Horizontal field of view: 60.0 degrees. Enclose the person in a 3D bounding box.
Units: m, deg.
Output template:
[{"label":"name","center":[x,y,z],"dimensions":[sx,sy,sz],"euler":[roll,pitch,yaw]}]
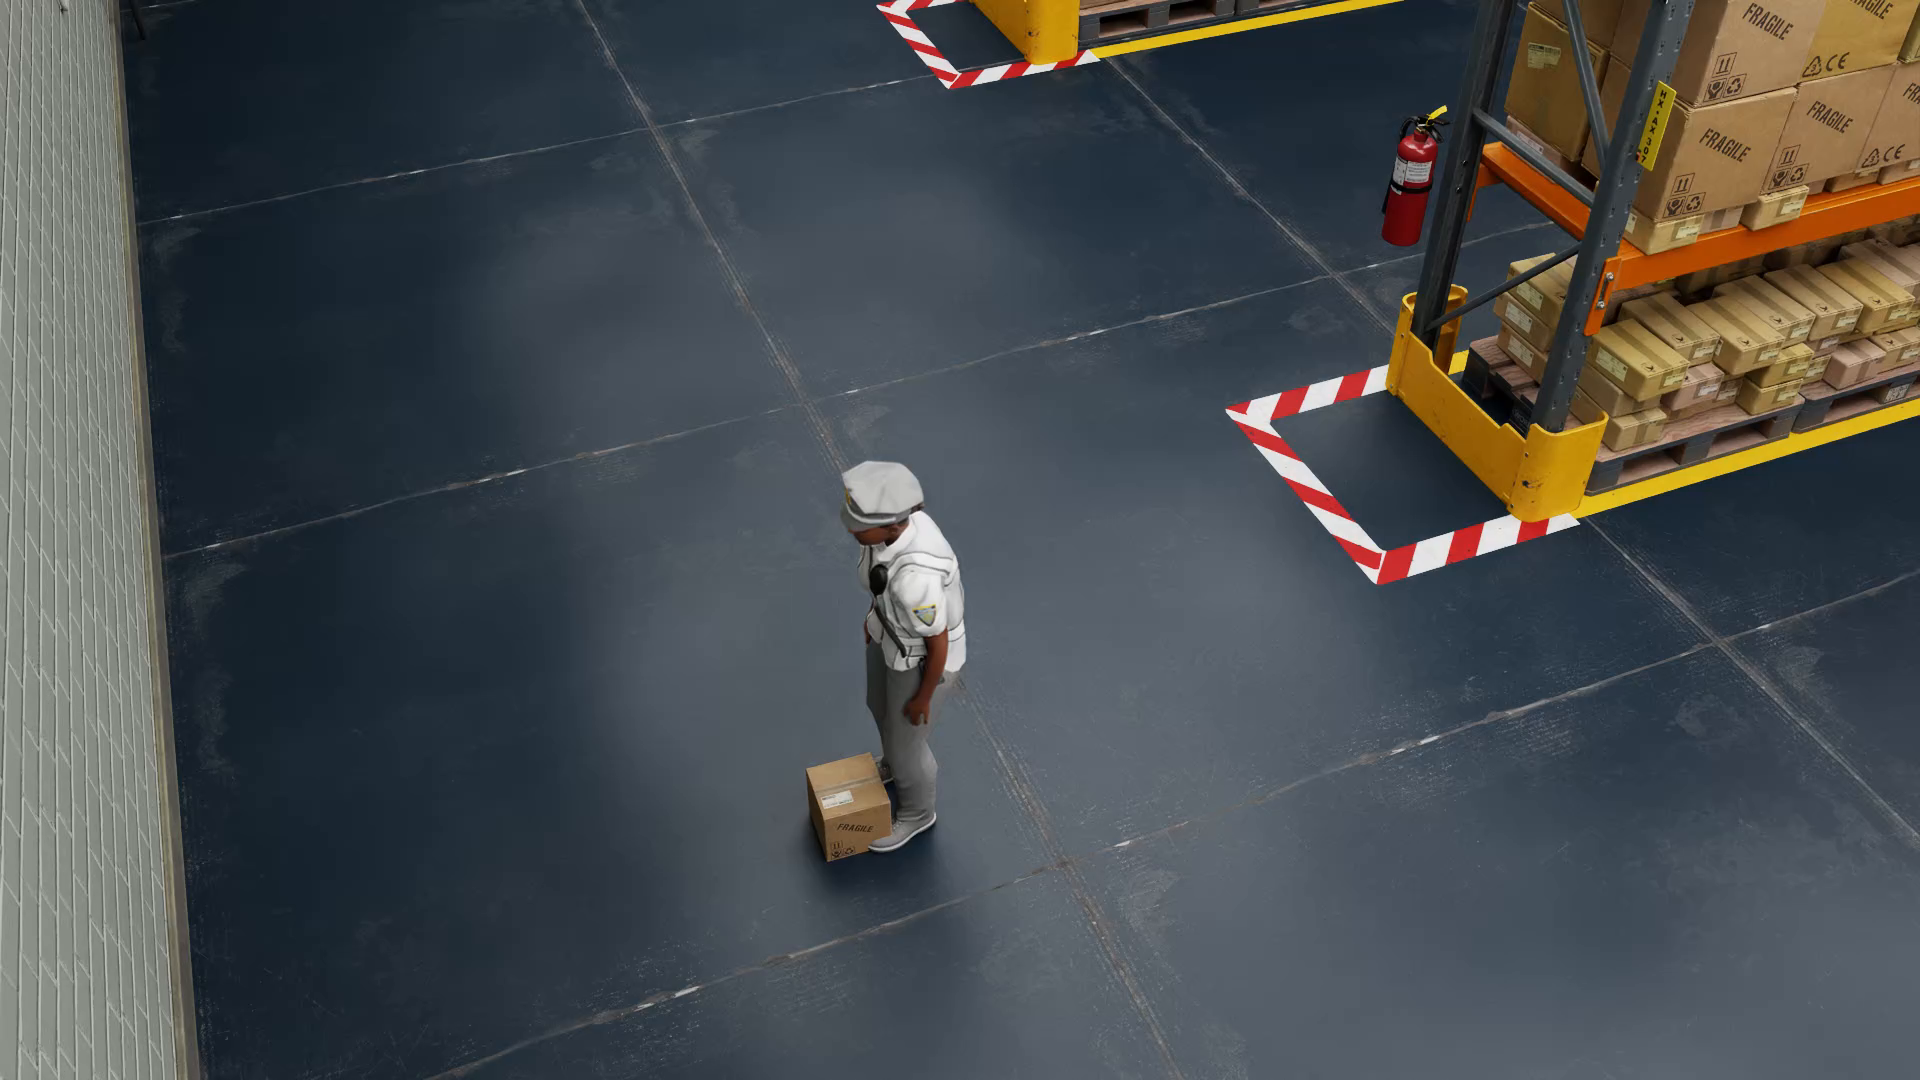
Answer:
[{"label":"person","center":[-0.204,0.393,5.725],"dimensions":[0.422,1.656,0.503],"euler":[-16,44,-17]}]
